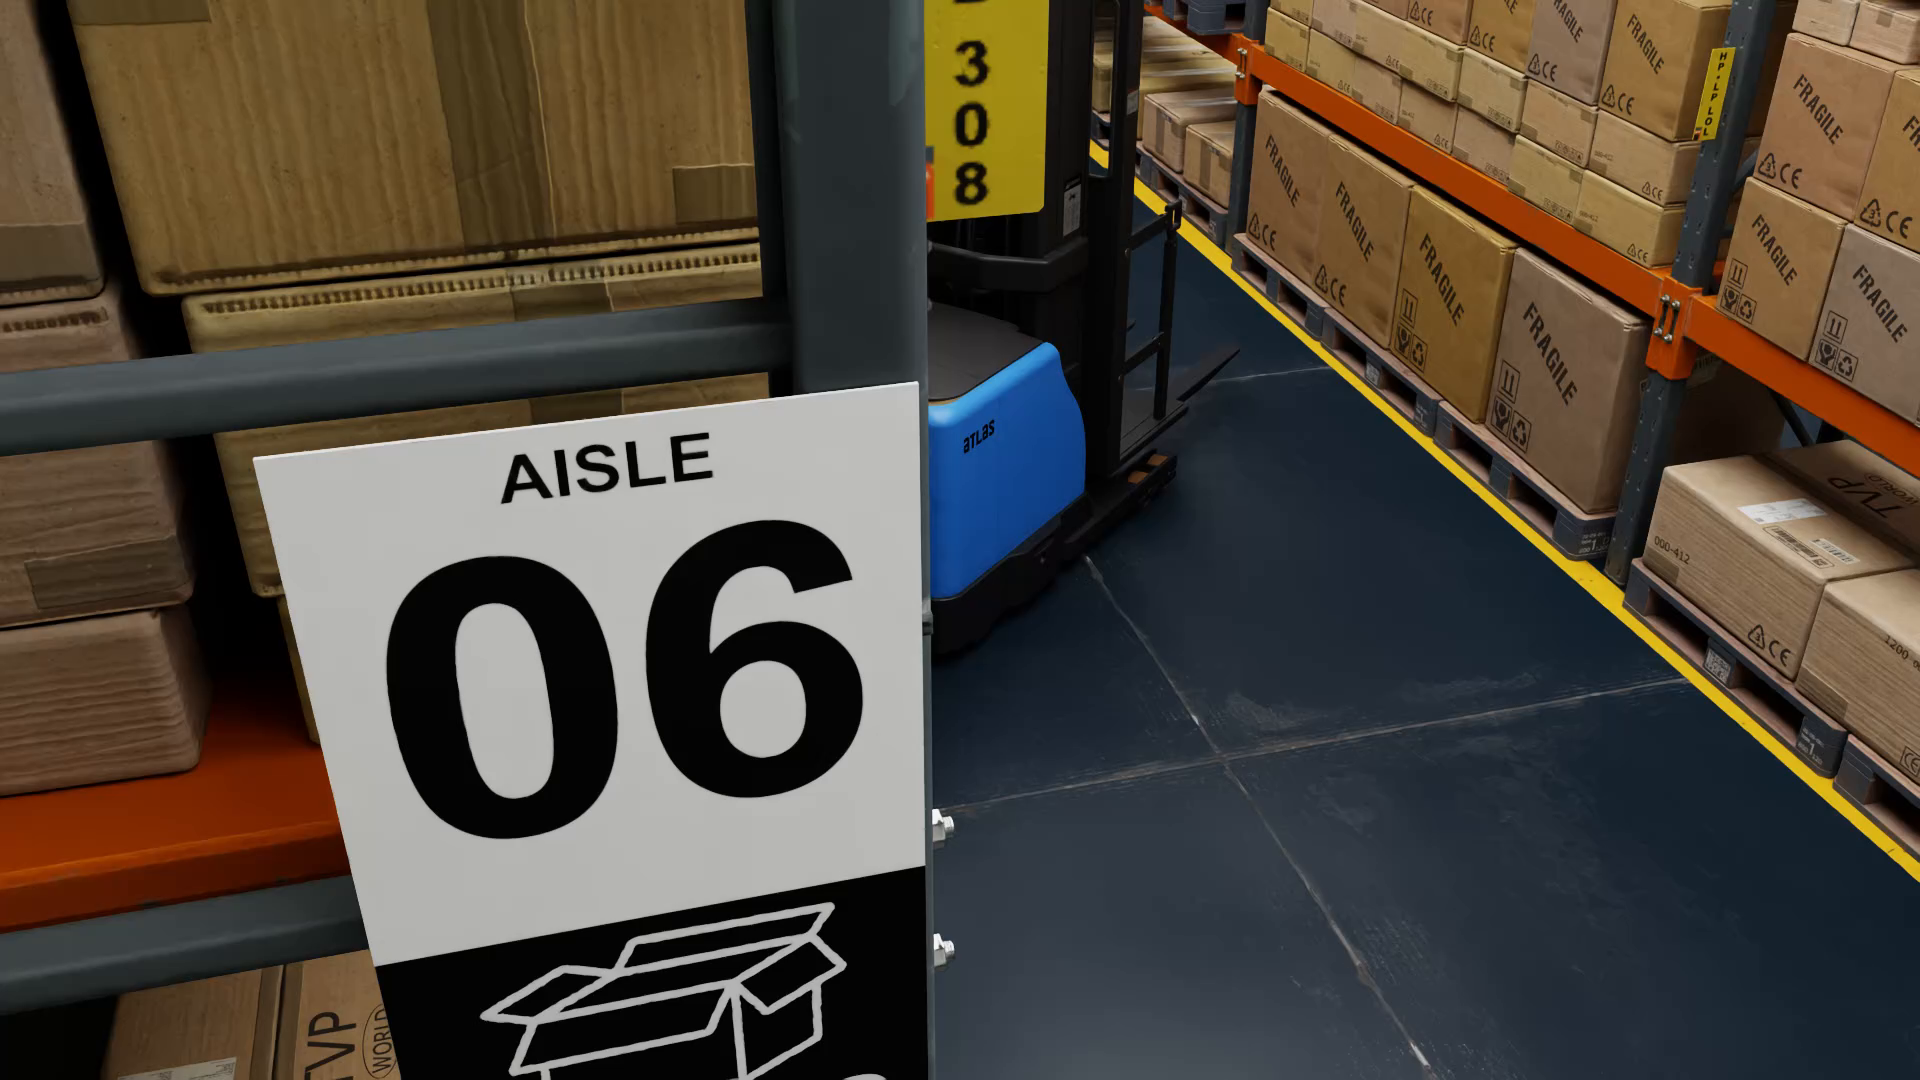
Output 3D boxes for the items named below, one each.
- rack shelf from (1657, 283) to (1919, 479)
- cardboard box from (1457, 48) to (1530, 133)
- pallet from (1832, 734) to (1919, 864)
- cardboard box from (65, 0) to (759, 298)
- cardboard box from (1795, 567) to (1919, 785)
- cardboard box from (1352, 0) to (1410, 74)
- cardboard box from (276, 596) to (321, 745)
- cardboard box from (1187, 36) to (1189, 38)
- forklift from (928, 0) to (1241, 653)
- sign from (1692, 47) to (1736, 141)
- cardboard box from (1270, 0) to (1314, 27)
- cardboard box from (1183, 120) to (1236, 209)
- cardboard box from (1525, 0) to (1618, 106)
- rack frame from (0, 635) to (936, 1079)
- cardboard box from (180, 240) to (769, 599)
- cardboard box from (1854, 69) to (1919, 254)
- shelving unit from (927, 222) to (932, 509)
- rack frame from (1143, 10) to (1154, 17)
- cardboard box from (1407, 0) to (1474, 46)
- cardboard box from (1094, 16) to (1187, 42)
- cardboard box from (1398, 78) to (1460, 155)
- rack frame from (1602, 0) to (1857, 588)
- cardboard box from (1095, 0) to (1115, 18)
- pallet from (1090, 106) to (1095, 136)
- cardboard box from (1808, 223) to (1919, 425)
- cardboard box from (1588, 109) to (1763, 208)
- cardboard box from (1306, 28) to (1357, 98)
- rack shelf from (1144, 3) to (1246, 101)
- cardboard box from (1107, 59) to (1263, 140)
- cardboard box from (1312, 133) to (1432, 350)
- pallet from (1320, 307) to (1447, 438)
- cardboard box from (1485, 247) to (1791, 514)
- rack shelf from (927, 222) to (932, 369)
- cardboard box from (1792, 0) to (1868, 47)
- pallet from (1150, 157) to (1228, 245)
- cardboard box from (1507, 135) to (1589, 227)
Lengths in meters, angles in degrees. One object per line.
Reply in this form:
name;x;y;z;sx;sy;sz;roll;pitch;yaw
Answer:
rack shelf;3.736;0.083;4.831;1.077;0.370;4.000;-8;31;-13
cardboard box;2.571;-2.016;7.390;0.500;0.250;0.500;-7;31;-12
pallet;3.659;0.980;5.345;1.003;0.211;1.213;-8;31;-13
cardboard box;-0.393;-0.427;1.353;0.500;0.250;0.500;-8;31;-14
cardboard box;3.507;0.482;5.561;0.875;0.438;0.875;-9;31;-15
cardboard box;2.297;-2.508;8.240;0.500;0.250;0.500;-8;31;-13
cardboard box;-0.378;0.025;1.469;0.380;0.149;0.250;-7;31;-12
cardboard box;2.110;-4.676;14.827;0.500;0.500;0.500;13;32;21
forklift;0.339;-1.531;6.969;1.130;2.935;3.031;18;35;28
sign;2.685;-1.584;5.916;0.100;0.325;0.005;-8;31;-13
cardboard box;2.040;-3.000;9.090;0.500;0.250;0.500;-8;31;-14
cardboard box;2.003;-2.445;10.684;0.950;0.372;0.625;-10;32;-17
cardboard box;2.700;-2.102;6.789;0.500;0.500;0.500;-7;31;-12
rack frame;-0.517;1.399;1.838;1.000;3.000;0.127;-8;31;-13
cardboard box;-0.372;-0.213;1.483;0.500;0.250;0.500;-8;31;-14
cardboard box;3.226;-1.164;5.168;0.500;0.500;0.500;-8;31;-14
shelving unit;-0.329;-0.280;5.632;0.431;2.100;0.503;-2;30;-5
rack frame;1.082;-5.058;12.995;1.000;3.000;0.127;-8;31;-13
cardboard box;2.433;-2.597;7.645;0.500;0.500;0.500;-7;31;-12
cardboard box;1.224;-3.850;13.111;0.950;0.372;0.625;-7;31;-13
cardboard box;2.452;-2.054;7.954;0.500;0.250;0.500;-8;31;-13
rack frame;3.206;-1.194;6.319;1.000;3.000;0.127;-8;31;-13
cardboard box;1.186;-4.695;13.945;0.500;0.500;0.500;-6;31;-11
pallet;1.290;-3.476;13.044;1.003;0.211;1.213;-8;31;-13
cardboard box;3.207;-0.733;5.422;0.500;0.500;0.500;-8;31;-13
cardboard box;2.854;-1.527;6.544;0.500;0.250;0.500;-8;31;-13
cardboard box;2.184;-2.546;8.804;0.500;0.250;0.500;-9;31;-15
rack shelf;1.613;-3.781;11.506;1.077;0.370;4.000;-8;31;-13
cardboard box;1.604;-3.167;11.932;0.950;0.372;0.625;-7;31;-12
cardboard box;2.480;-1.613;8.743;0.875;0.875;0.875;-7;31;-13
pallet;2.601;-0.941;8.664;1.003;0.211;1.213;-8;31;-13
cardboard box;2.964;-0.745;7.245;0.875;0.875;0.875;-7;31;-12
rack shelf;-0.322;-0.873;5.287;0.431;0.518;0.480;-2;30;-5
cardboard box;3.039;-1.764;5.558;0.380;0.149;0.250;-8;31;-14
pallet;1.938;-2.297;11.008;1.003;0.211;1.213;-8;31;-13
cardboard box;2.709;-1.559;7.099;0.500;0.250;0.500;-8;31;-14
